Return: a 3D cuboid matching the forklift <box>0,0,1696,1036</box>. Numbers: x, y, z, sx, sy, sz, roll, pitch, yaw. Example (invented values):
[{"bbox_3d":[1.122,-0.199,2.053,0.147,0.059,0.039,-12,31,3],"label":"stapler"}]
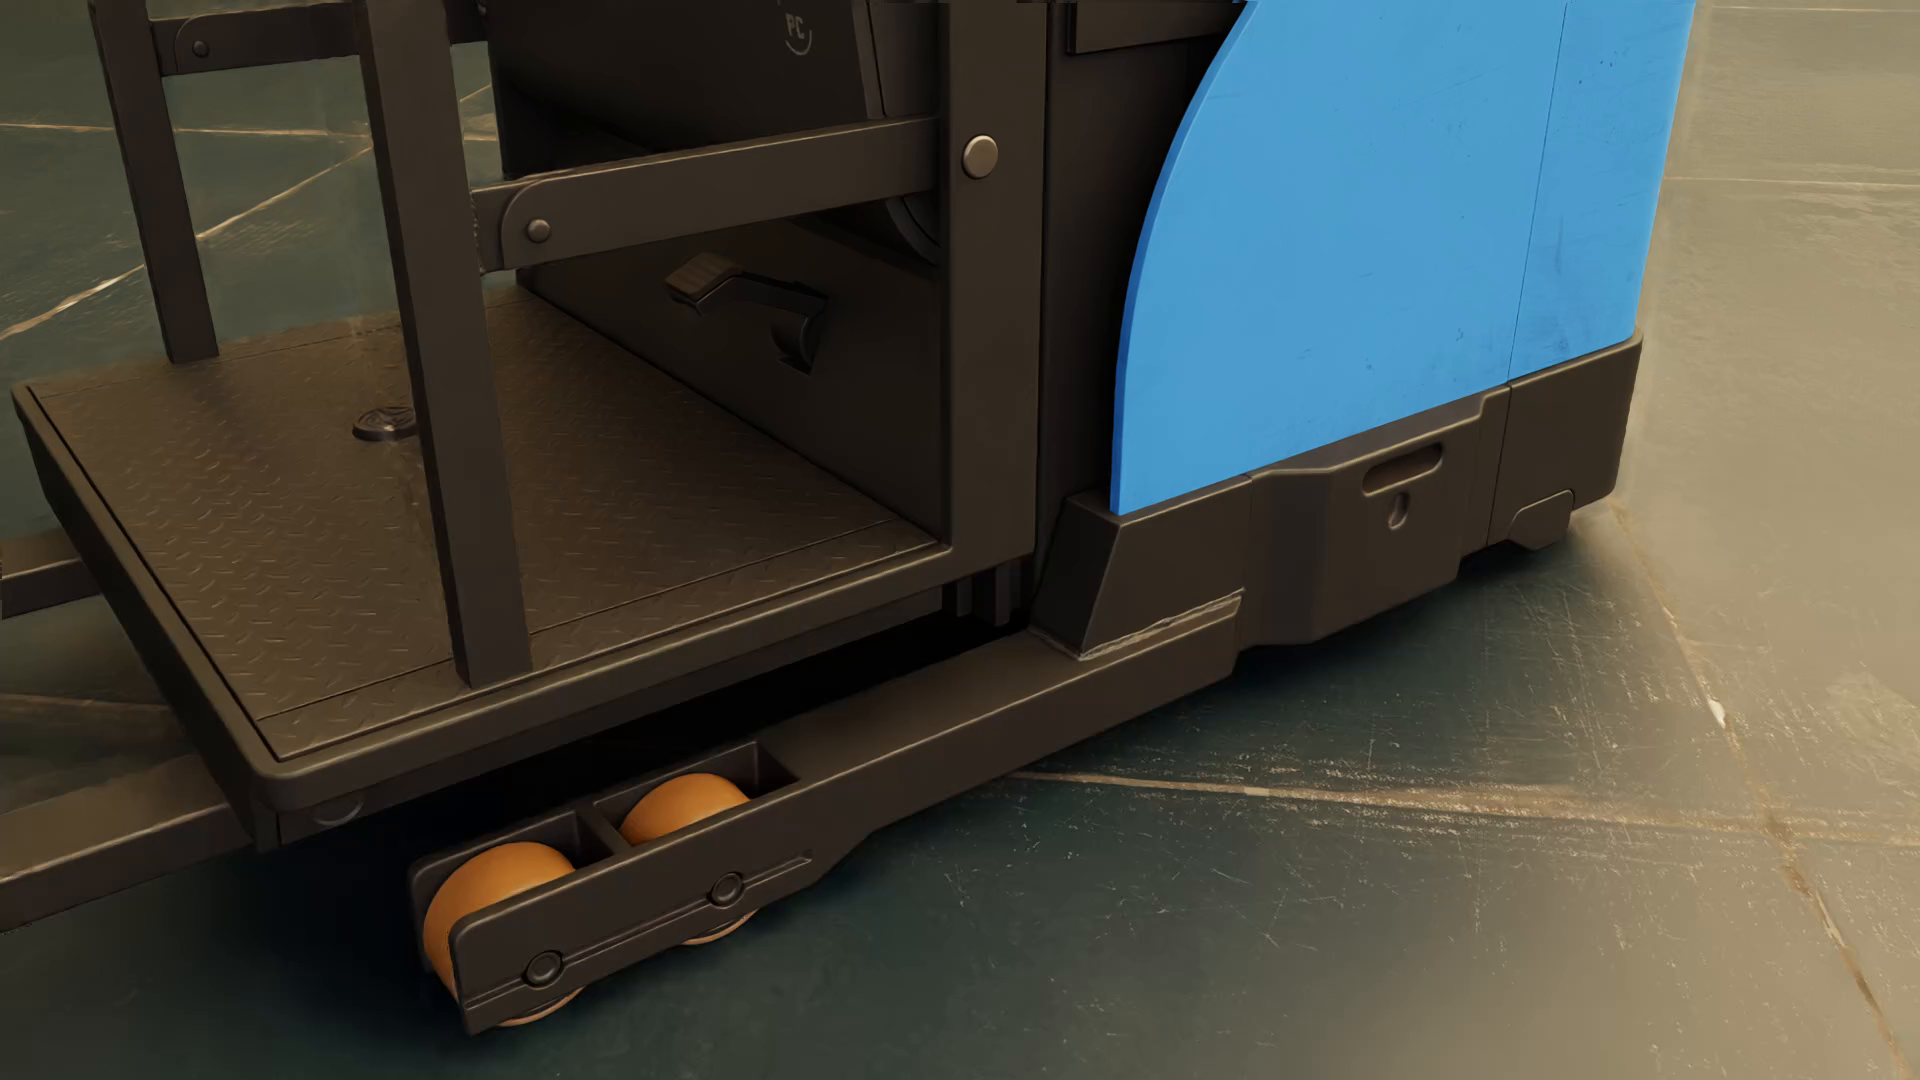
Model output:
[{"bbox_3d":[-0.492,-1.120,1.463,3.031,2.935,1.130,-18,32,-32],"label":"forklift"}]
